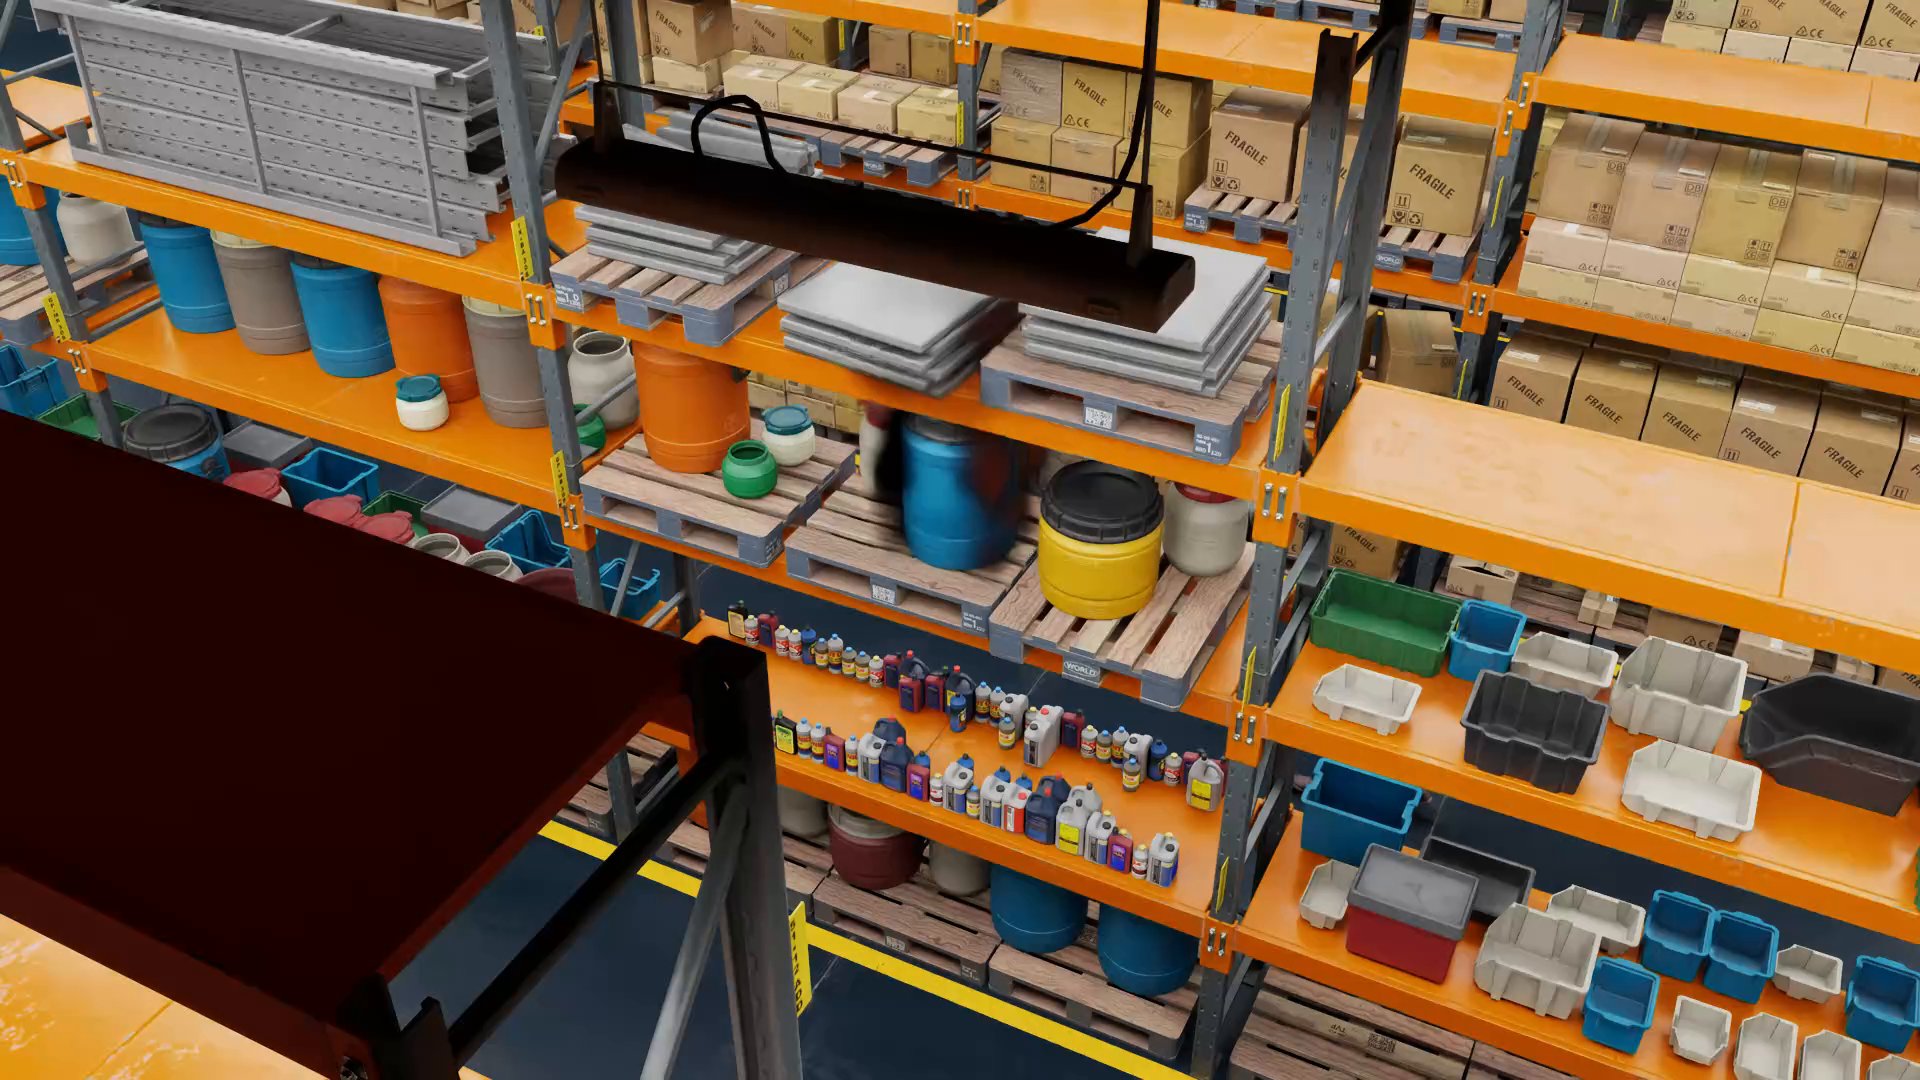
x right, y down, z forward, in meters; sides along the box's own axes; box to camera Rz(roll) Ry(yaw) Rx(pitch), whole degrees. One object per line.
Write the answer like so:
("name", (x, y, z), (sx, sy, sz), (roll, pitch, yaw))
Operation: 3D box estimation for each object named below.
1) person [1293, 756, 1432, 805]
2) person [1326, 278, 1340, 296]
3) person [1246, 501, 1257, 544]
("person", (2.716, 1.109, 10.876), (0.928, 1.580, 0.439), (20, 40, 26))
("person", (3.329, -2.015, 15.219), (0.489, 1.778, 0.704), (-18, 39, -23))
("person", (1.889, 0.214, 12.026), (0.556, 1.717, 0.460), (-11, 36, -15))
